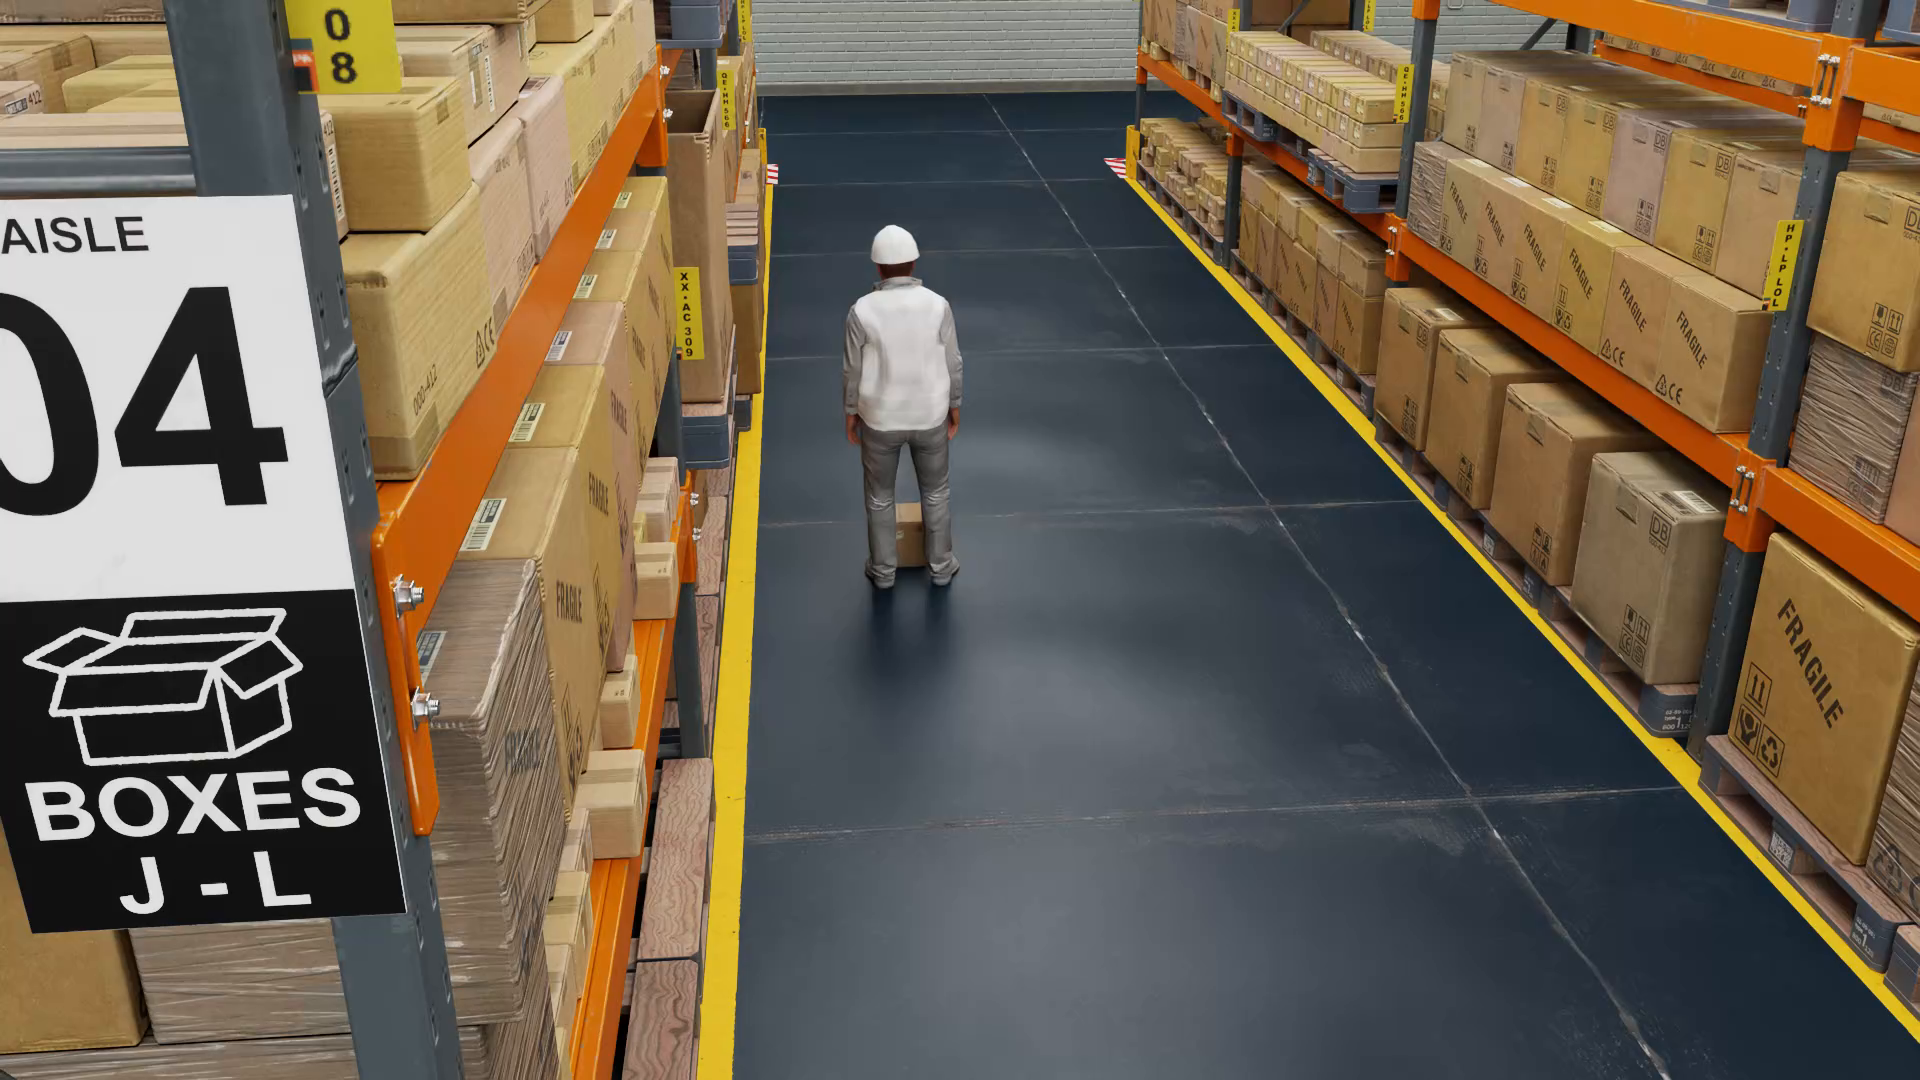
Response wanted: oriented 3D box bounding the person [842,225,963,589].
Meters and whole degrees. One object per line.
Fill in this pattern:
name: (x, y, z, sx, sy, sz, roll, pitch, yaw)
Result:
person: (-0.276, -0.616, 7.980, 0.579, 1.769, 0.466, -3, 24, -7)
